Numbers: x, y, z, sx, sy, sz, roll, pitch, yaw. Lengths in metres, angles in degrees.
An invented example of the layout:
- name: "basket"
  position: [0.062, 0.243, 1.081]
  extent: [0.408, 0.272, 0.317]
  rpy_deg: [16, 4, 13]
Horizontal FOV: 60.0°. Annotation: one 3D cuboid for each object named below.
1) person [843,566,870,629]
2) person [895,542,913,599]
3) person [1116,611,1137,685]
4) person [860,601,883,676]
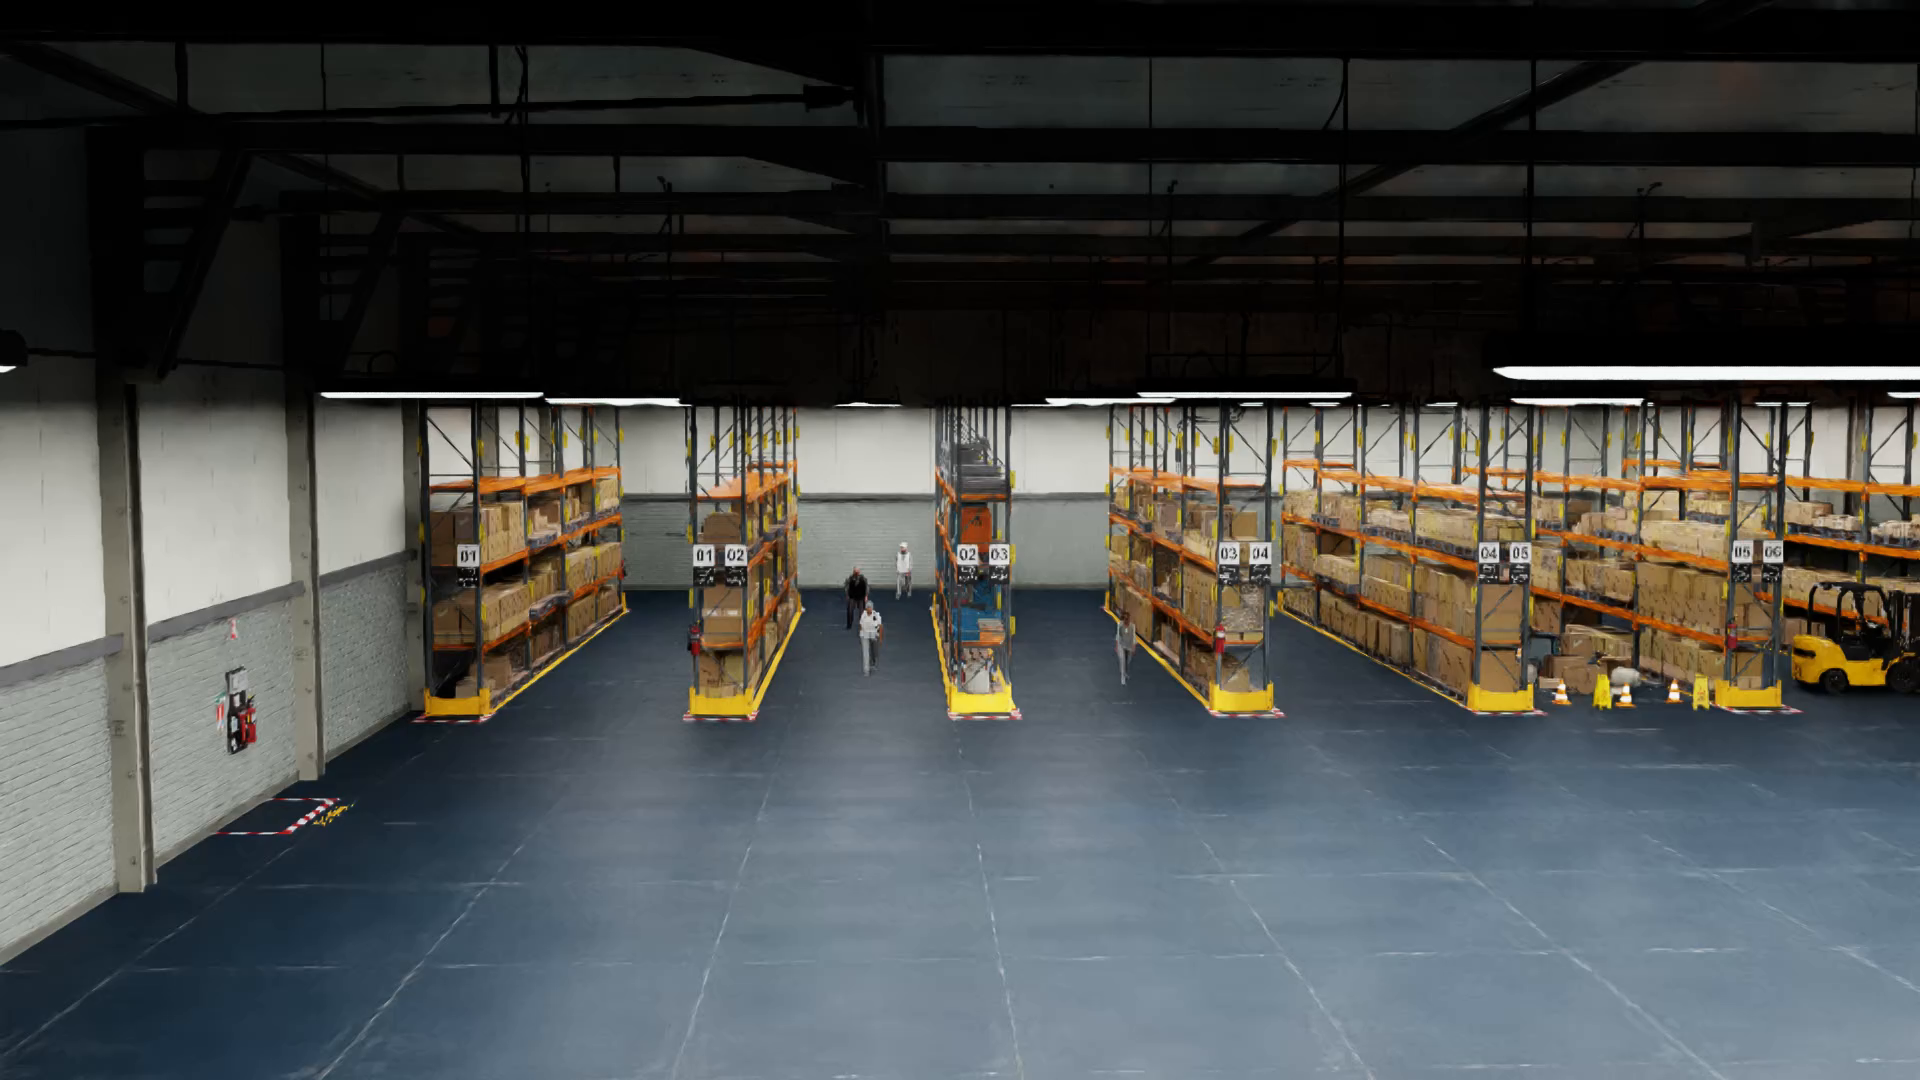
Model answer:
- name: "person"
  position: [-2.686, 1.500, 43.163]
  extent: [0.677, 1.671, 0.534]
  rpy_deg: [0, 5, -4]
- name: "person"
  position: [-1.676, 0.914, 50.140]
  extent: [0.539, 1.715, 1.031]
  rpy_deg: [1, 5, 7]
- name: "person"
  position: [3.471, 2.223, 34.715]
  extent: [0.416, 1.525, 1.034]
  rpy_deg: [0, 5, -3]
- name: "person"
  position: [-1.913, 2.095, 35.856]
  extent: [0.493, 1.605, 0.991]
  rpy_deg: [0, 5, -3]
